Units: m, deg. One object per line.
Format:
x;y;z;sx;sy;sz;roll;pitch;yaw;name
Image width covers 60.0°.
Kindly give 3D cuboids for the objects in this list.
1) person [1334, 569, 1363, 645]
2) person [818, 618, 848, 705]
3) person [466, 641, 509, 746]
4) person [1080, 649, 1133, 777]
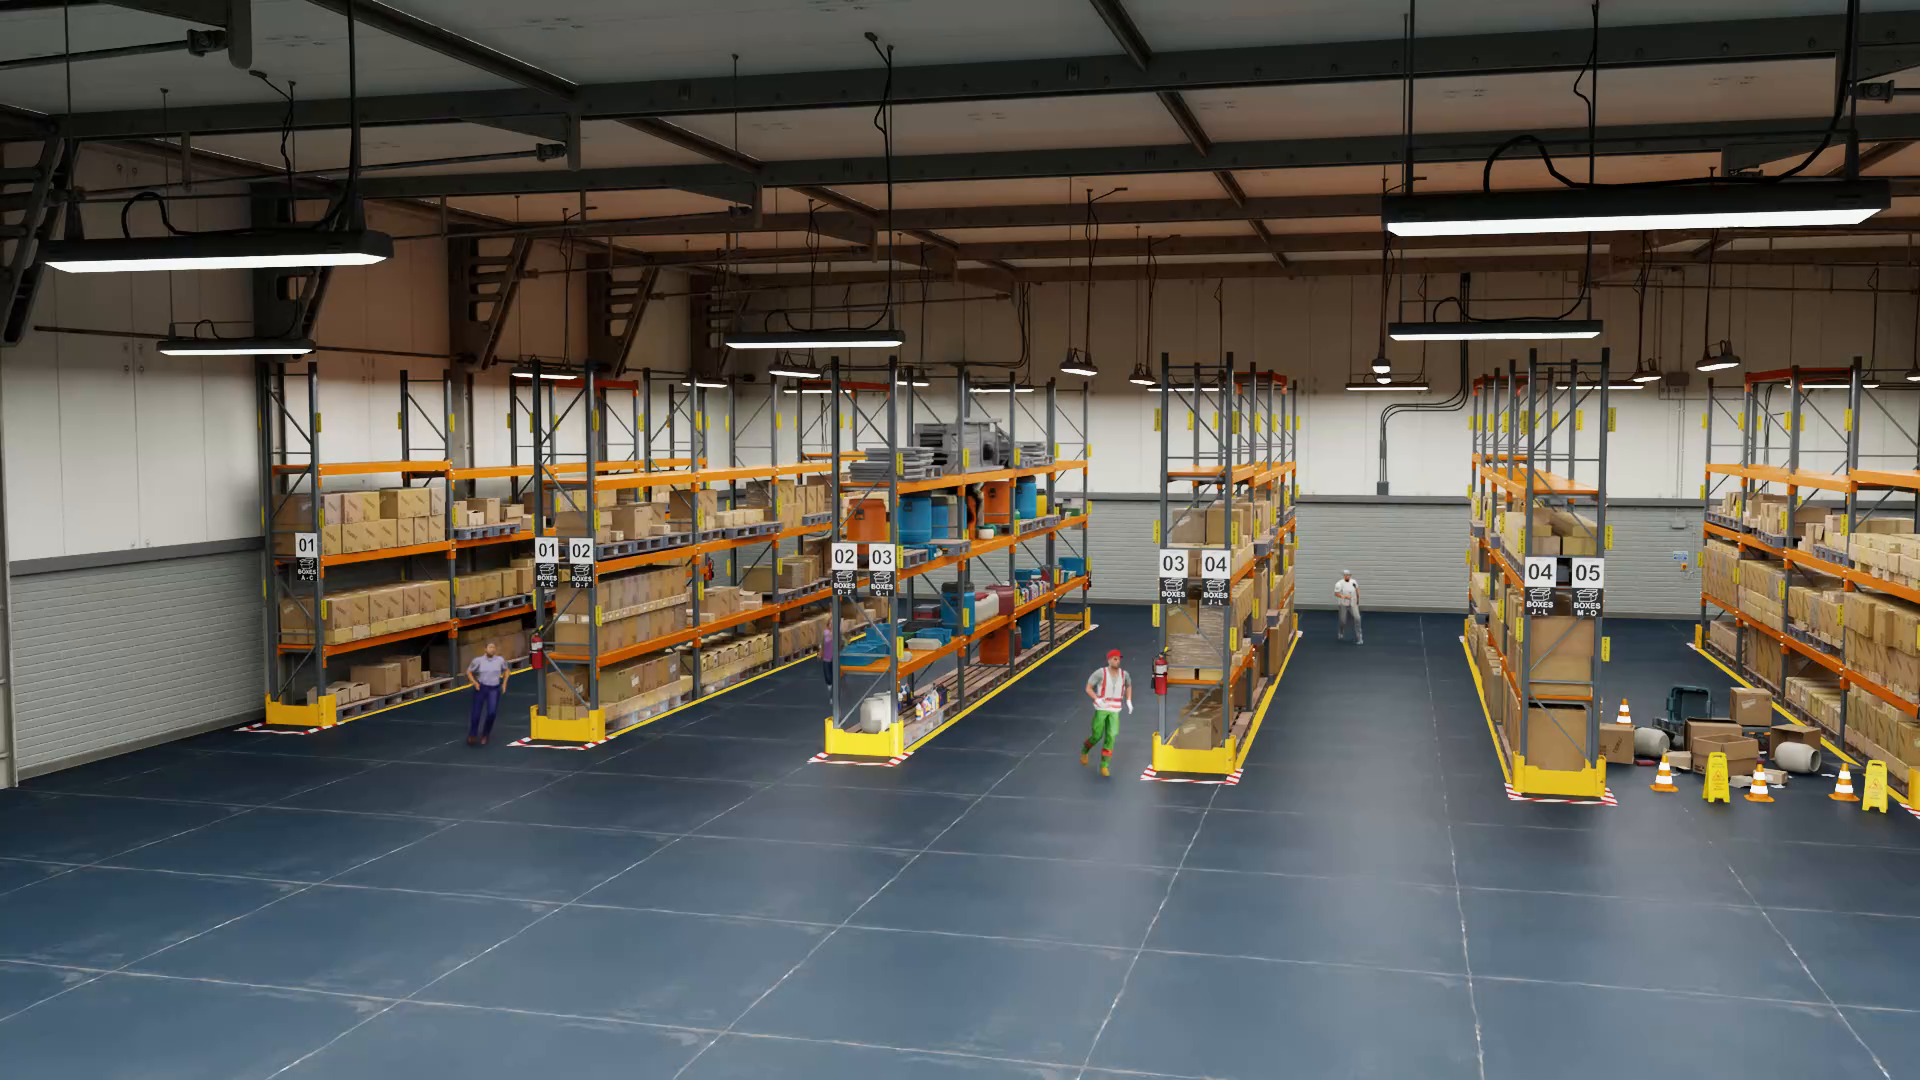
8.836;1.514;37.936;0.607;1.696;0.857;0;4;-1;person
-2.269;2.143;29.763;0.522;1.554;0.595;0;4;2;person
-7.359;2.388;25.921;0.676;1.638;0.644;-1;4;-18;person
2.153;2.442;23.868;0.716;1.766;0.841;-1;4;-14;person
